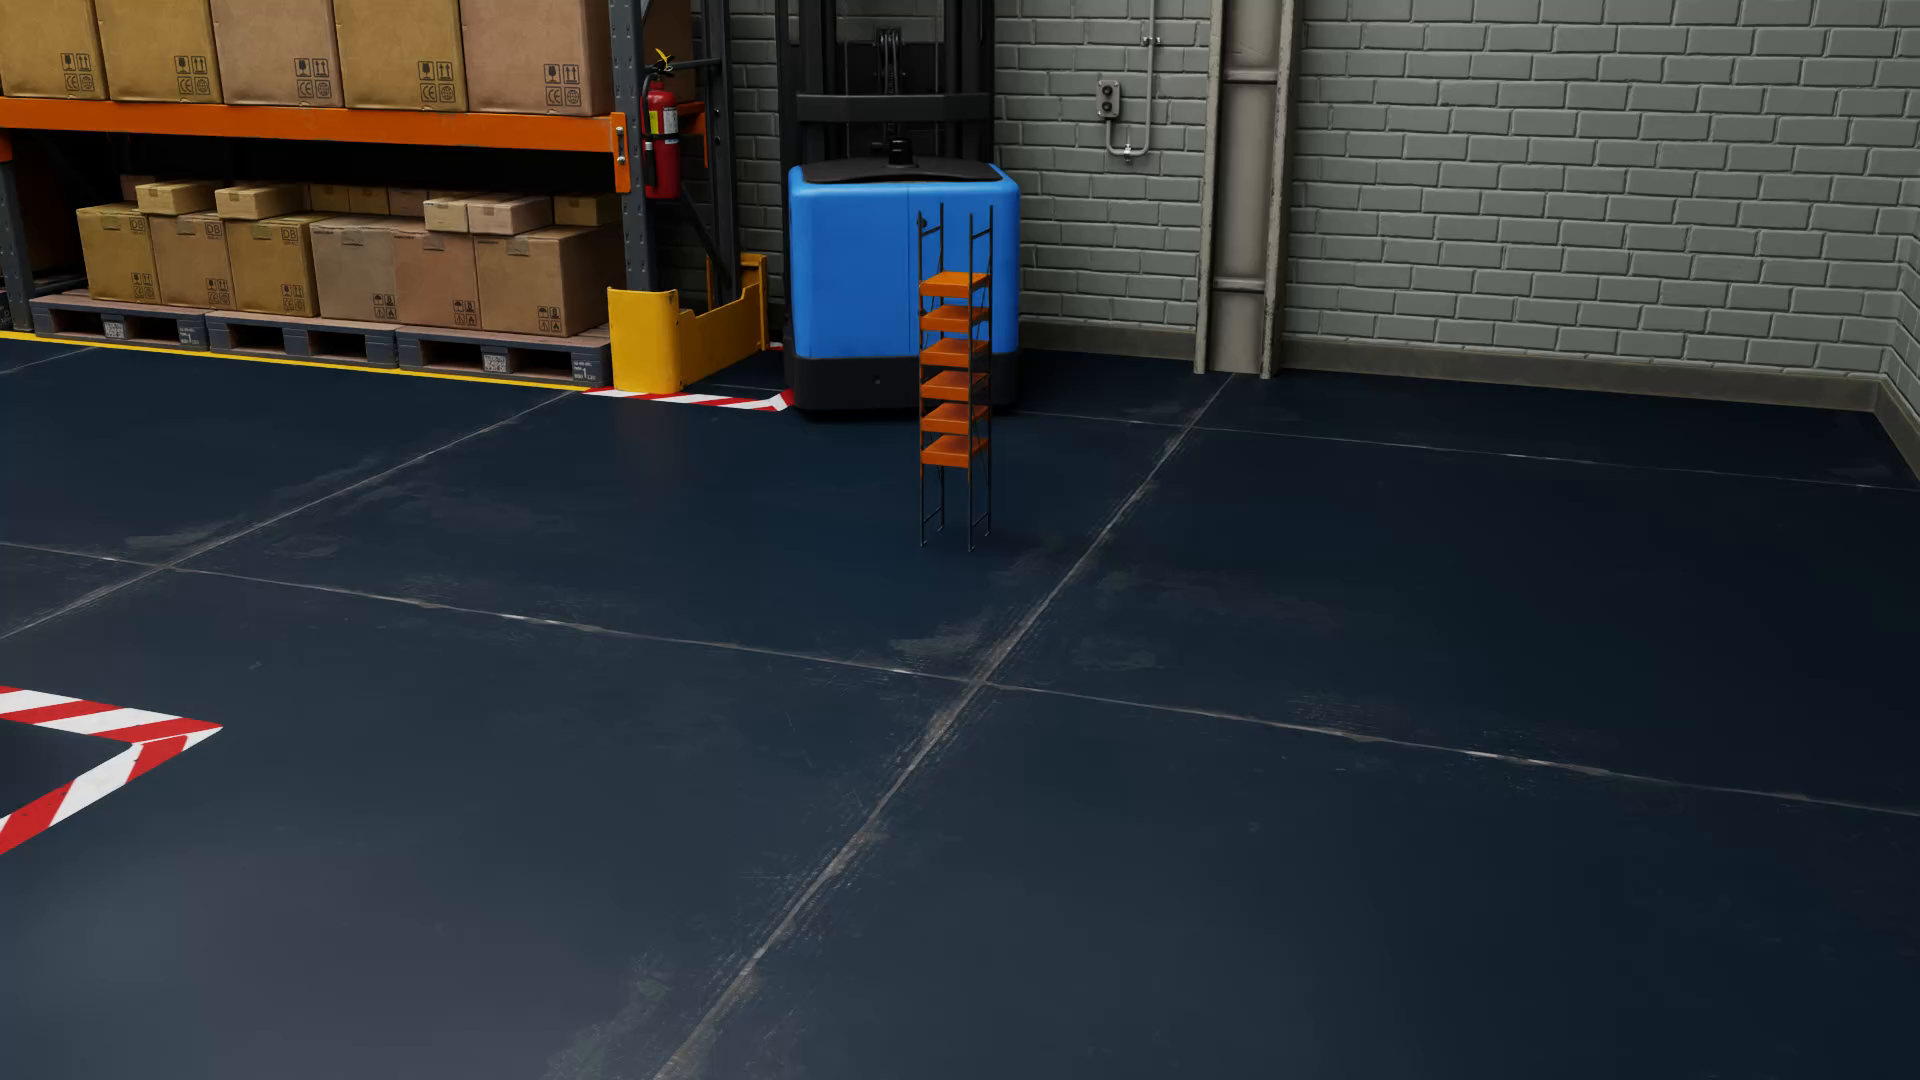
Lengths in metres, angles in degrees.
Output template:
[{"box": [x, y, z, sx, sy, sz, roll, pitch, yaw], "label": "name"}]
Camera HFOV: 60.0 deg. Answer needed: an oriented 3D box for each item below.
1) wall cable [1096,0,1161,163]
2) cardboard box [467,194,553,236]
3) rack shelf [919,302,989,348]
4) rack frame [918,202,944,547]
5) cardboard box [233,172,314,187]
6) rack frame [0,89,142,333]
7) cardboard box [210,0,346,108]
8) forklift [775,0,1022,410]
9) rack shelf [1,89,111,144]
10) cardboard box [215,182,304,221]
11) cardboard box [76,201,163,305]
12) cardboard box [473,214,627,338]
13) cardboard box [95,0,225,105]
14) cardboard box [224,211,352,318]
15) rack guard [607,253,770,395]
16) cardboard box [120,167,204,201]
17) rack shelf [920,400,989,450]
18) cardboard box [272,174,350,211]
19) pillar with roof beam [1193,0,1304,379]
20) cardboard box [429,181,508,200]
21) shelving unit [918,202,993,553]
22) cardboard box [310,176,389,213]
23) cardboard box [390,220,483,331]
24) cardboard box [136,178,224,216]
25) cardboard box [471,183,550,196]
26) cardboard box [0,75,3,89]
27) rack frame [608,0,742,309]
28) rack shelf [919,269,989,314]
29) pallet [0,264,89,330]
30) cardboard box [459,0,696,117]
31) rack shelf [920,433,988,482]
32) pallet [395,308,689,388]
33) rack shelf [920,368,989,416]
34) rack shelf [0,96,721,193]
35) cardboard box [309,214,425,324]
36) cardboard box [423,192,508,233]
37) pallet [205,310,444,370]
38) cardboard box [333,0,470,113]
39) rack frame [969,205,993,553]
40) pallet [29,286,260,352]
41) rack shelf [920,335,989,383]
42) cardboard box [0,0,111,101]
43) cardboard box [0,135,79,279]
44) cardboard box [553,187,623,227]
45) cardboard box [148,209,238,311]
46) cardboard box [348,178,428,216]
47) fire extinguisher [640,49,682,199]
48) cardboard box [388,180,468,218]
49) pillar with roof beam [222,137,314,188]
[{"box": [0.121, -2.958, 8.460, 1.851, 1.984, 0.084, 7, 20, 18], "label": "wall cable"}, {"box": [-2.274, -1.648, 8.421, 0.250, 0.149, 0.380, 6, 20, 17], "label": "cardboard box"}, {"box": [-0.014, -0.753, 5.819, 0.180, 0.103, 0.258, 7, 20, 18], "label": "rack shelf"}, {"box": [-0.100, -0.578, 5.912, 0.006, 1.200, 0.240, 7, 20, 18], "label": "rack frame"}, {"box": [-3.829, -1.959, 9.312, 0.250, 0.149, 0.380, 6, 20, 16], "label": "cardboard box"}, {"box": [-5.178, -2.754, 9.420, 0.127, 3.000, 1.000, 7, 20, 18], "label": "rack frame"}, {"box": [-3.292, -2.676, 8.740, 0.700, 0.700, 0.980, 6, 20, 15], "label": "cardboard box"}, {"box": [-0.399, -2.414, 8.549, 1.130, 2.935, 3.031, -2, 19, -6], "label": "forklift"}, {"box": [-7.067, -2.630, 10.158, 4.000, 0.370, 1.077, 7, 20, 18], "label": "rack shelf"}, {"box": [-3.748, -1.816, 8.902, 0.250, 0.149, 0.380, 6, 20, 17], "label": "cardboard box"}, {"box": [-4.505, -1.659, 9.439, 0.500, 0.500, 0.700, 7, 20, 19], "label": "cardboard box"}, {"box": [-2.093, -1.384, 8.650, 0.500, 0.500, 0.700, 7, 20, 18], "label": "cardboard box"}, {"box": [-3.983, -2.751, 8.957, 0.700, 0.700, 0.980, 6, 20, 17], "label": "cardboard box"}, {"box": [-3.547, -1.548, 9.119, 0.500, 0.500, 0.700, 7, 20, 19], "label": "cardboard box"}, {"box": [-1.377, -1.139, 8.584, 0.348, 0.500, 1.175, 7, 20, 18], "label": "rack guard"}, {"box": [-4.577, -2.043, 9.554, 0.250, 0.149, 0.380, 6, 20, 18], "label": "cardboard box"}, {"box": [-0.014, -0.413, 5.937, 0.180, 0.103, 0.258, 7, 20, 18], "label": "rack shelf"}, {"box": [-3.591, -1.931, 9.233, 0.250, 0.149, 0.380, 7, 20, 19], "label": "cardboard box"}, {"box": [0.022, -3.794, 3.288, 0.400, 9.000, 9.100, 7, 20, 18], "label": "pillar with roof beam"}, {"box": [-2.625, -1.821, 8.918, 0.250, 0.149, 0.380, 7, 20, 19], "label": "cardboard box"}, {"box": [-0.014, -0.568, 5.883, 0.189, 1.200, 0.258, 7, 20, 18], "label": "shelving unit"}, {"box": [-3.347, -1.903, 9.154, 0.250, 0.149, 0.380, 6, 20, 17], "label": "cardboard box"}, {"box": [-2.566, -1.438, 8.805, 0.500, 0.500, 0.700, 6, 20, 18], "label": "cardboard box"}, {"box": [-4.241, -1.872, 9.063, 0.250, 0.149, 0.380, 7, 20, 20], "label": "cardboard box"}, {"box": [-2.388, -1.794, 8.840, 0.250, 0.149, 0.380, 7, 20, 18], "label": "cardboard box"}, {"box": [-5.590, -2.593, 9.310, 0.250, 0.149, 0.380, 7, 20, 19], "label": "cardboard box"}, {"box": [-1.399, -2.322, 8.180, 0.127, 3.000, 1.000, 7, 20, 18], "label": "rack frame"}, {"box": [-0.014, -0.866, 5.779, 0.180, 0.103, 0.258, 7, 20, 18], "label": "rack shelf"}, {"box": [-5.931, -1.497, 10.051, 1.213, 0.211, 1.003, 7, 20, 18], "label": "pallet"}, {"box": [-1.884, -2.516, 8.280, 0.700, 0.700, 0.980, 7, 21, 21], "label": "cardboard box"}, {"box": [-0.014, -0.300, 5.977, 0.180, 0.103, 0.258, 7, 20, 18], "label": "rack shelf"}, {"box": [-2.180, -1.067, 8.817, 1.213, 0.211, 1.003, 7, 20, 18], "label": "pallet"}, {"box": [-0.014, -0.526, 5.898, 0.180, 0.103, 0.258, 7, 20, 18], "label": "rack shelf"}, {"box": [-3.289, -2.198, 8.919, 4.000, 0.370, 1.077, 7, 20, 18], "label": "rack shelf"}, {"box": [-3.041, -1.493, 8.961, 0.500, 0.500, 0.700, 6, 20, 16], "label": "cardboard box"}, {"box": [-2.516, -1.675, 8.499, 0.250, 0.149, 0.380, 7, 20, 20], "label": "cardboard box"}, {"box": [-3.329, -1.200, 9.197, 1.213, 0.211, 1.003, 7, 20, 18], "label": "pallet"}, {"box": [-2.575, -2.591, 8.496, 0.700, 0.700, 0.980, 6, 20, 18], "label": "cardboard box"}, {"box": [0.073, -0.558, 5.855, 0.006, 1.200, 0.240, 7, 20, 18], "label": "rack frame"}, {"box": [-4.485, -1.331, 9.574, 1.213, 0.211, 1.003, 7, 20, 18], "label": "pallet"}, {"box": [-0.014, -0.639, 5.858, 0.180, 0.103, 0.258, 7, 20, 18], "label": "rack shelf"}, {"box": [-4.671, -2.832, 9.188, 0.700, 0.700, 0.980, 7, 20, 19], "label": "cardboard box"}, {"box": [-5.834, -1.967, 9.790, 0.750, 0.750, 0.750, 7, 20, 19], "label": "cardboard box"}, {"box": [-1.910, -1.739, 8.683, 0.250, 0.149, 0.380, 7, 20, 18], "label": "cardboard box"}, {"box": [-4.032, -1.604, 9.280, 0.500, 0.500, 0.700, 6, 20, 18], "label": "cardboard box"}, {"box": [-3.108, -1.876, 9.075, 0.250, 0.149, 0.380, 7, 20, 19], "label": "cardboard box"}, {"box": [-1.408, -1.950, 7.796, 0.183, 0.674, 0.296, 7, 20, 18], "label": "fire extinguisher"}, {"box": [-2.865, -1.848, 8.996, 0.250, 0.149, 0.380, 7, 20, 19], "label": "cardboard box"}, {"box": [-5.645, -4.442, 5.147, 0.400, 9.000, 9.100, 7, 20, 18], "label": "pillar with roof beam"}]
